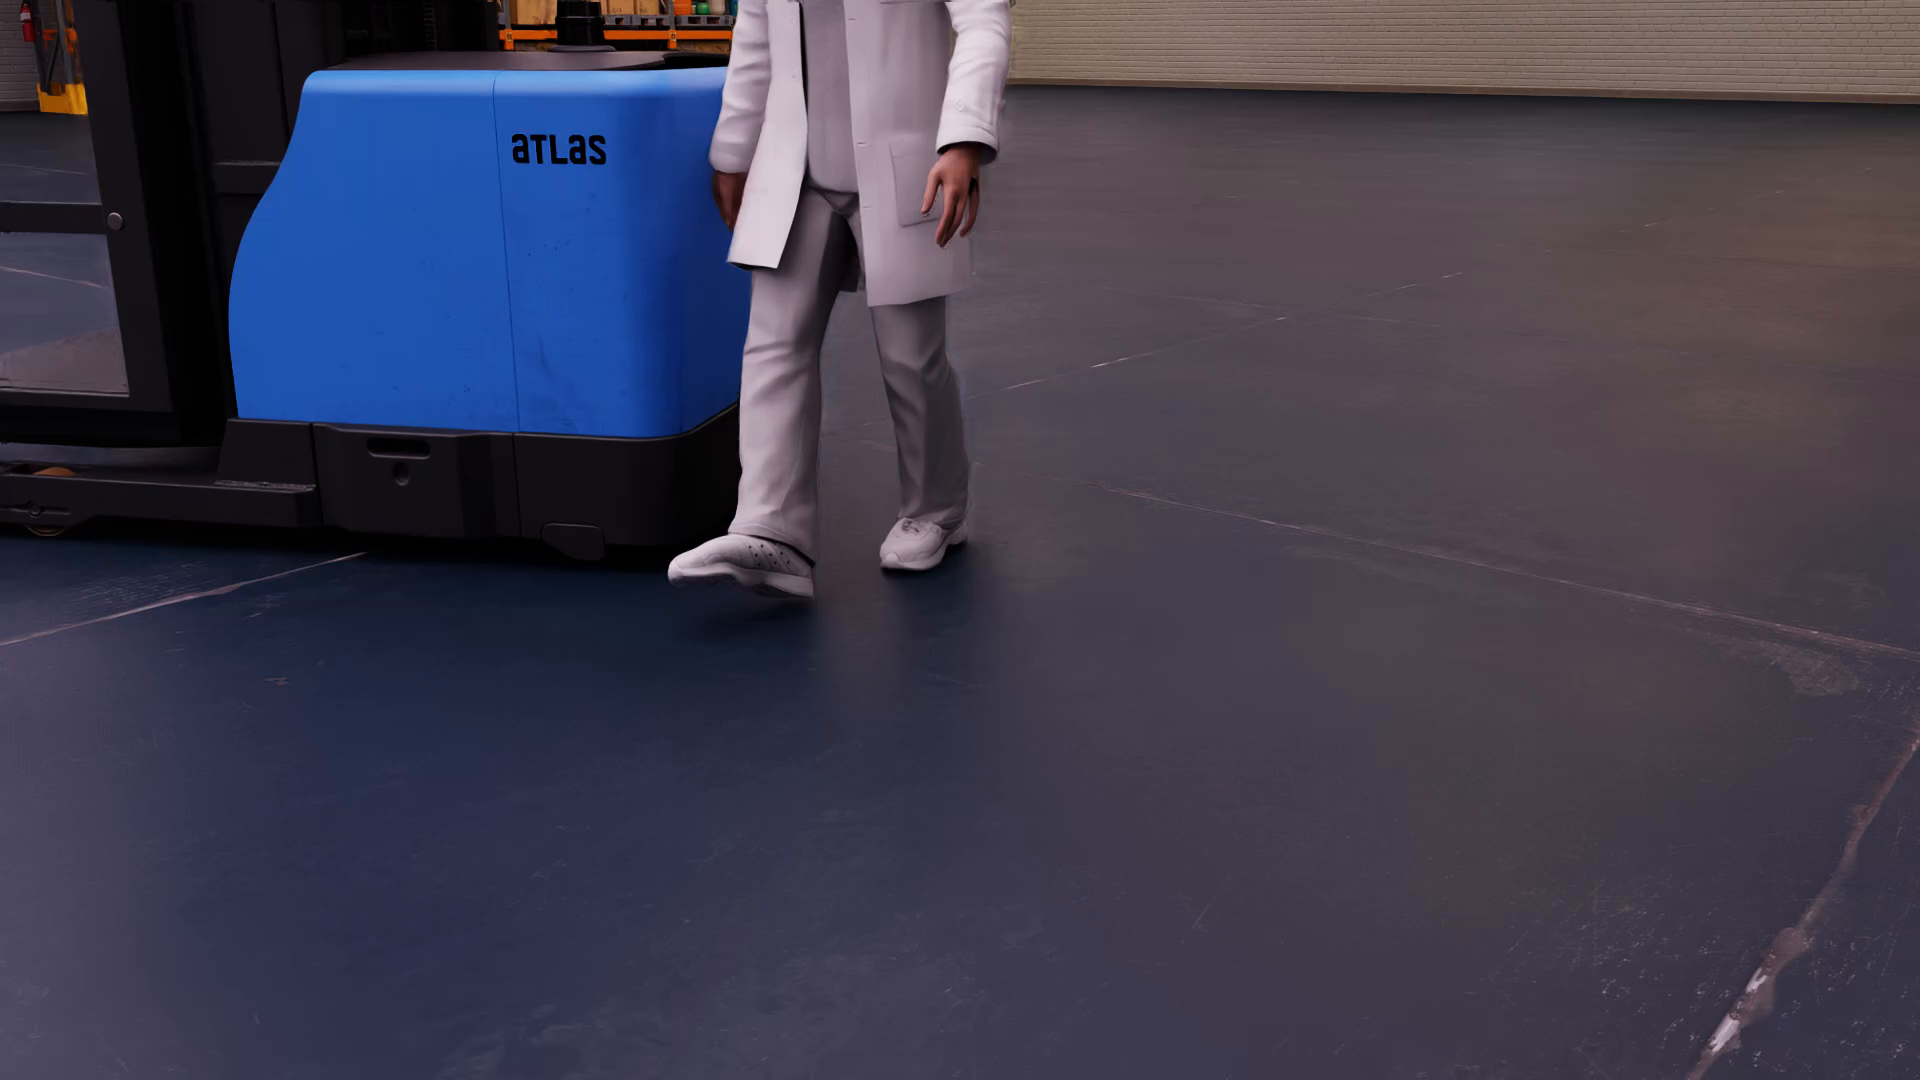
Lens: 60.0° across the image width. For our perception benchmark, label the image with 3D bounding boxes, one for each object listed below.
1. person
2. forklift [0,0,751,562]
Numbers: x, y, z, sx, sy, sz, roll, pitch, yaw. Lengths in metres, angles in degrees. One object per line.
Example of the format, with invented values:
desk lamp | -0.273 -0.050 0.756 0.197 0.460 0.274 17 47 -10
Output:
person | -0.256 -0.730 3.363 0.783 1.741 0.919 7 18 22
forklift | -1.978 -1.554 4.014 3.031 2.935 1.130 4 17 11
